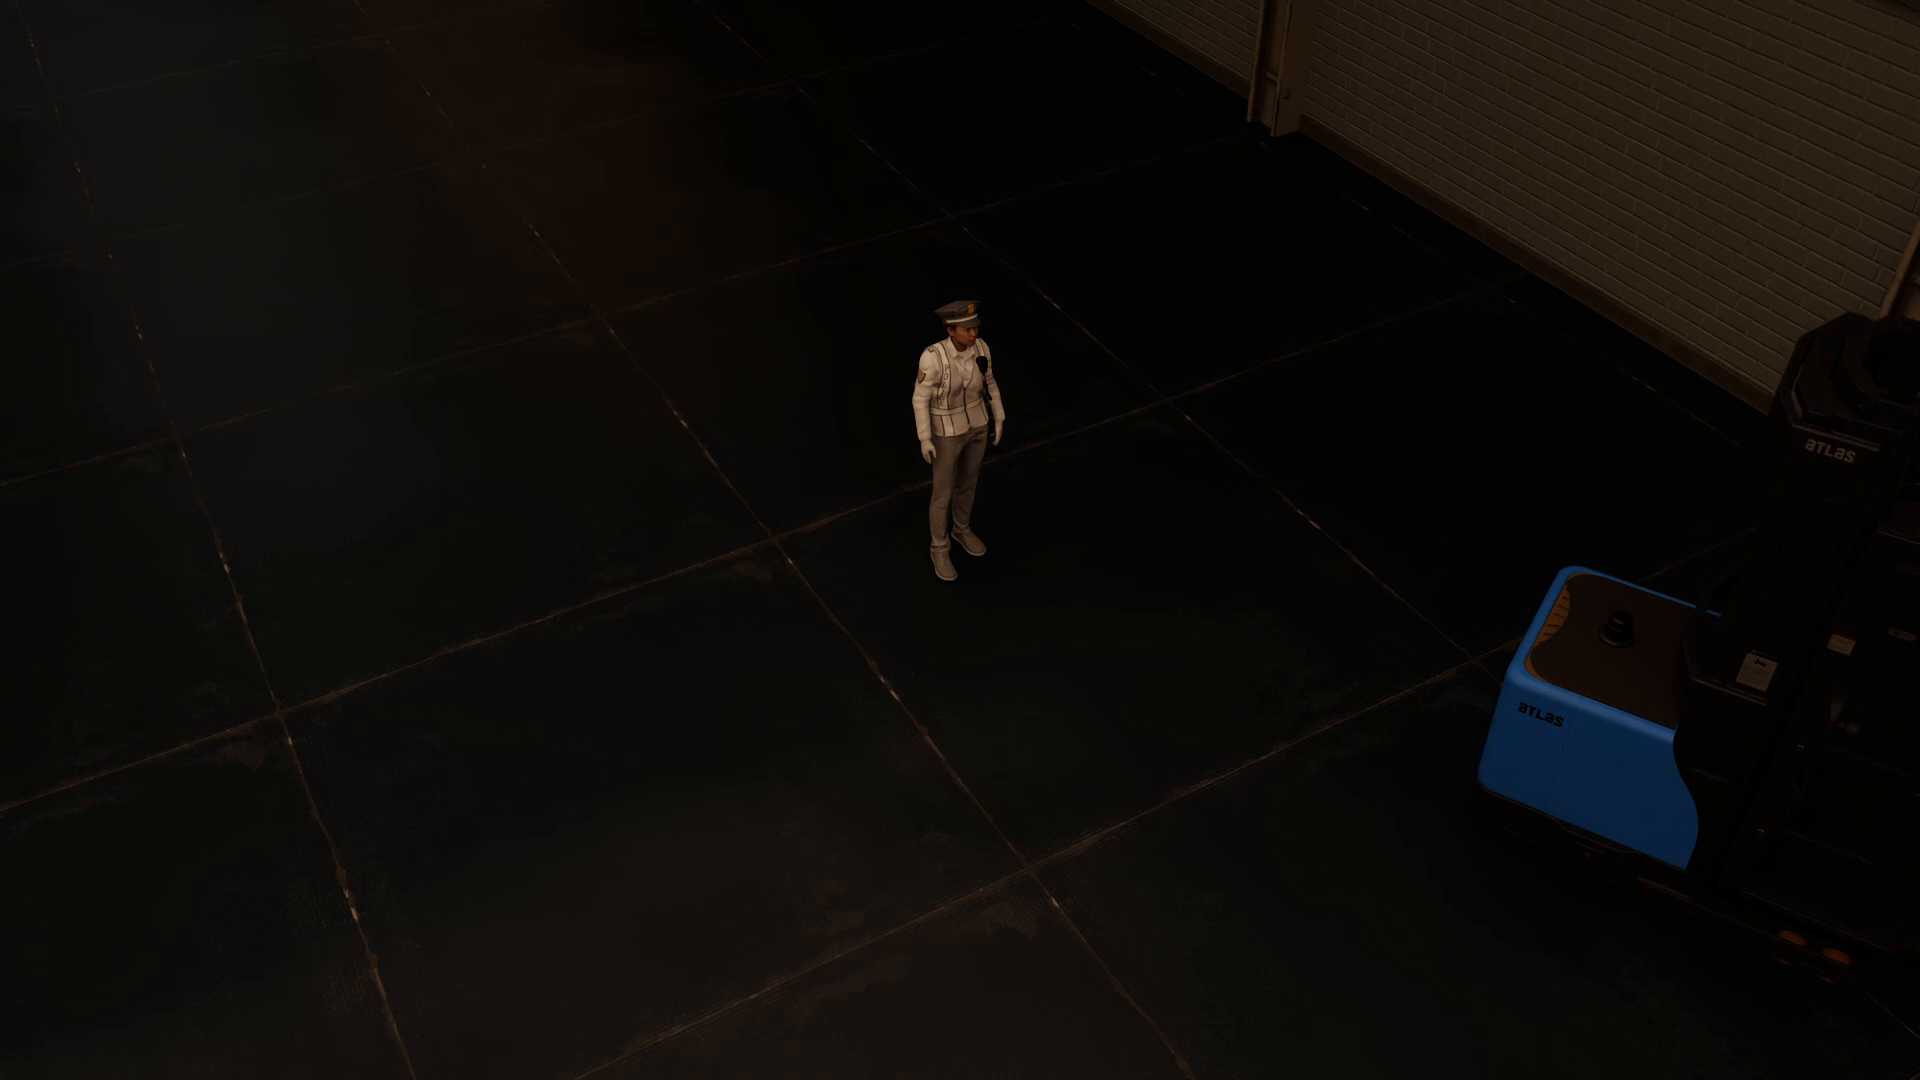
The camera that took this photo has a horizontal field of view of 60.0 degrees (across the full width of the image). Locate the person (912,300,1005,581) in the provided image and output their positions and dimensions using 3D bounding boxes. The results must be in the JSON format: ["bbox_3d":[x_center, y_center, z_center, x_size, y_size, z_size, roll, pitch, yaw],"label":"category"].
[{"bbox_3d":[0.028,-0.617,9.738,0.586,1.694,0.530,-20,44,-23],"label":"person"}]

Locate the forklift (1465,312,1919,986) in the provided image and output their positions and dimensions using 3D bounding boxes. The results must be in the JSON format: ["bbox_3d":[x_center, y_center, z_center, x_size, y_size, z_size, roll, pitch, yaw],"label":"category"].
[{"bbox_3d":[4.119,0.564,7.357,3.031,2.935,1.130,22,44,24],"label":"forklift"}]
